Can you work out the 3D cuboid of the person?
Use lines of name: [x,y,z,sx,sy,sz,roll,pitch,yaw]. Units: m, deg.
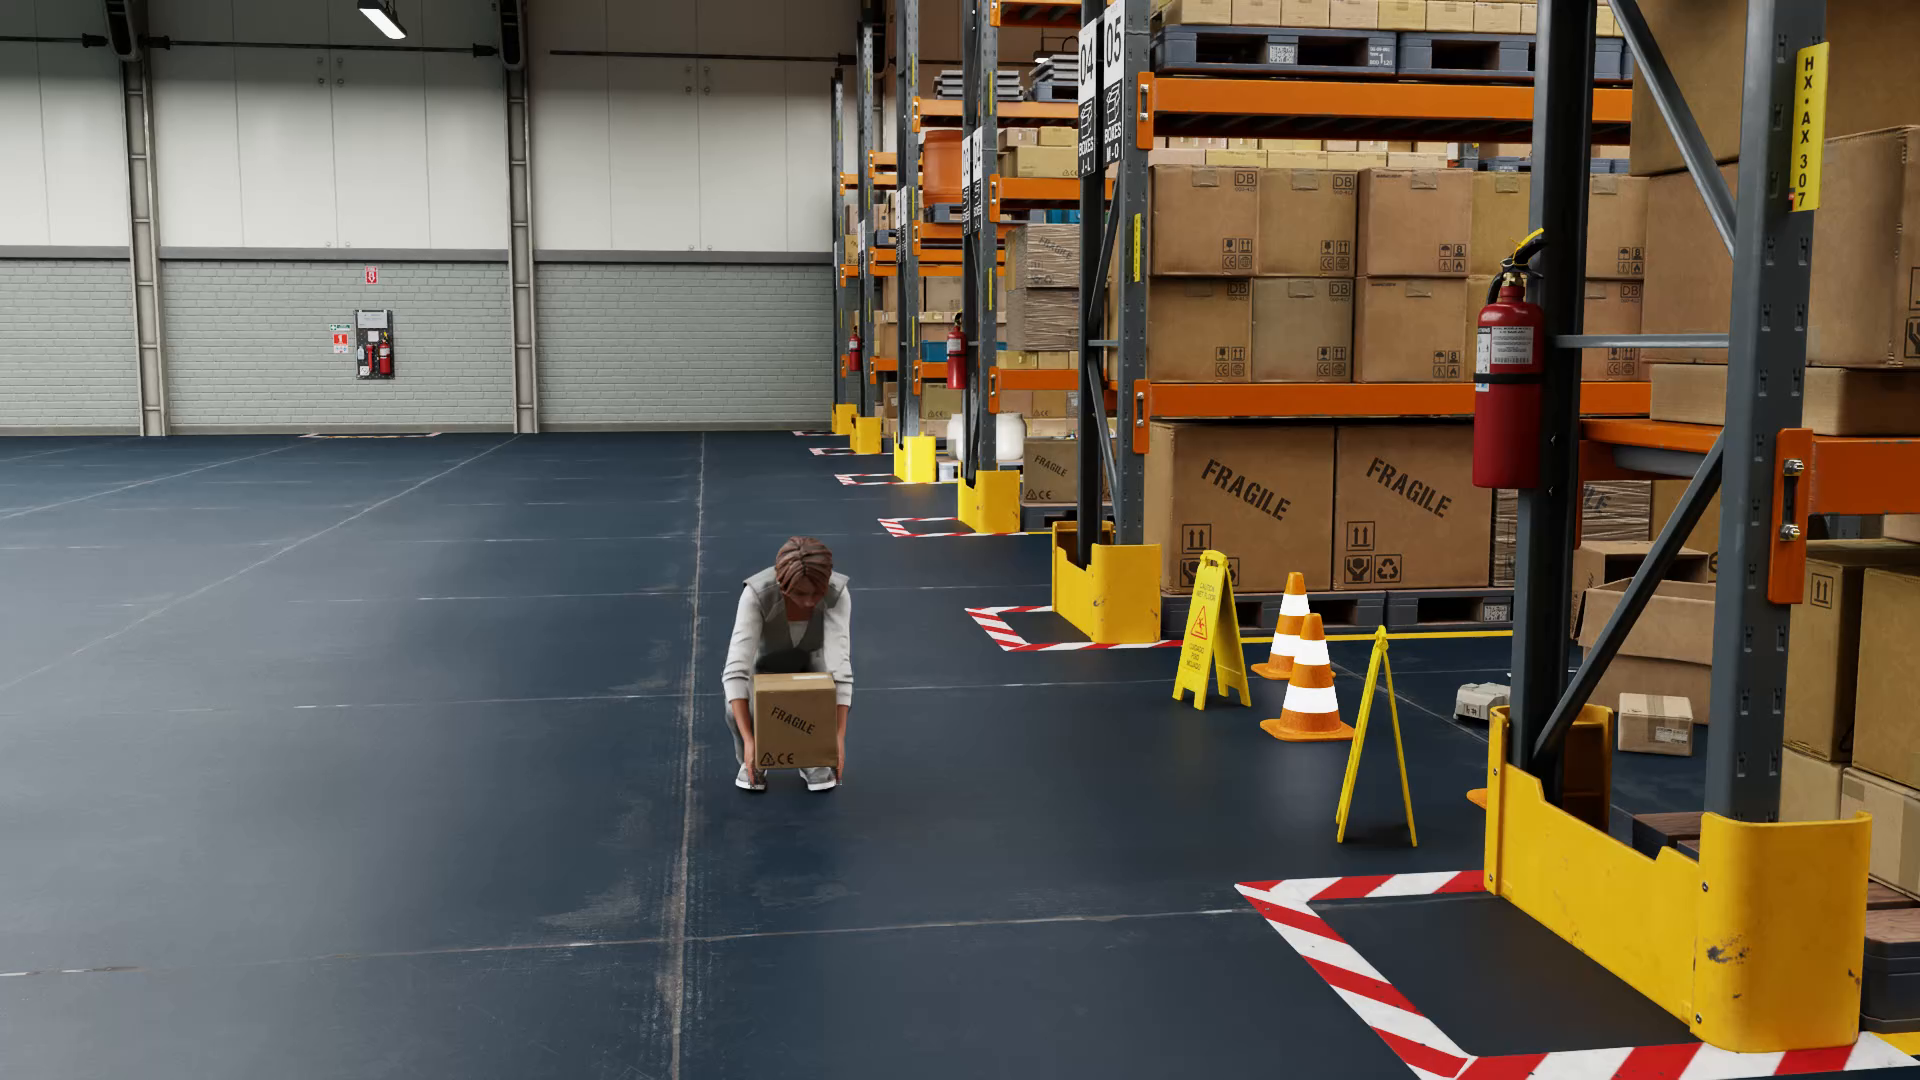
person: [-0.578,0.413,5.552,0.433,0.899,0.817,-1,7,-9]
